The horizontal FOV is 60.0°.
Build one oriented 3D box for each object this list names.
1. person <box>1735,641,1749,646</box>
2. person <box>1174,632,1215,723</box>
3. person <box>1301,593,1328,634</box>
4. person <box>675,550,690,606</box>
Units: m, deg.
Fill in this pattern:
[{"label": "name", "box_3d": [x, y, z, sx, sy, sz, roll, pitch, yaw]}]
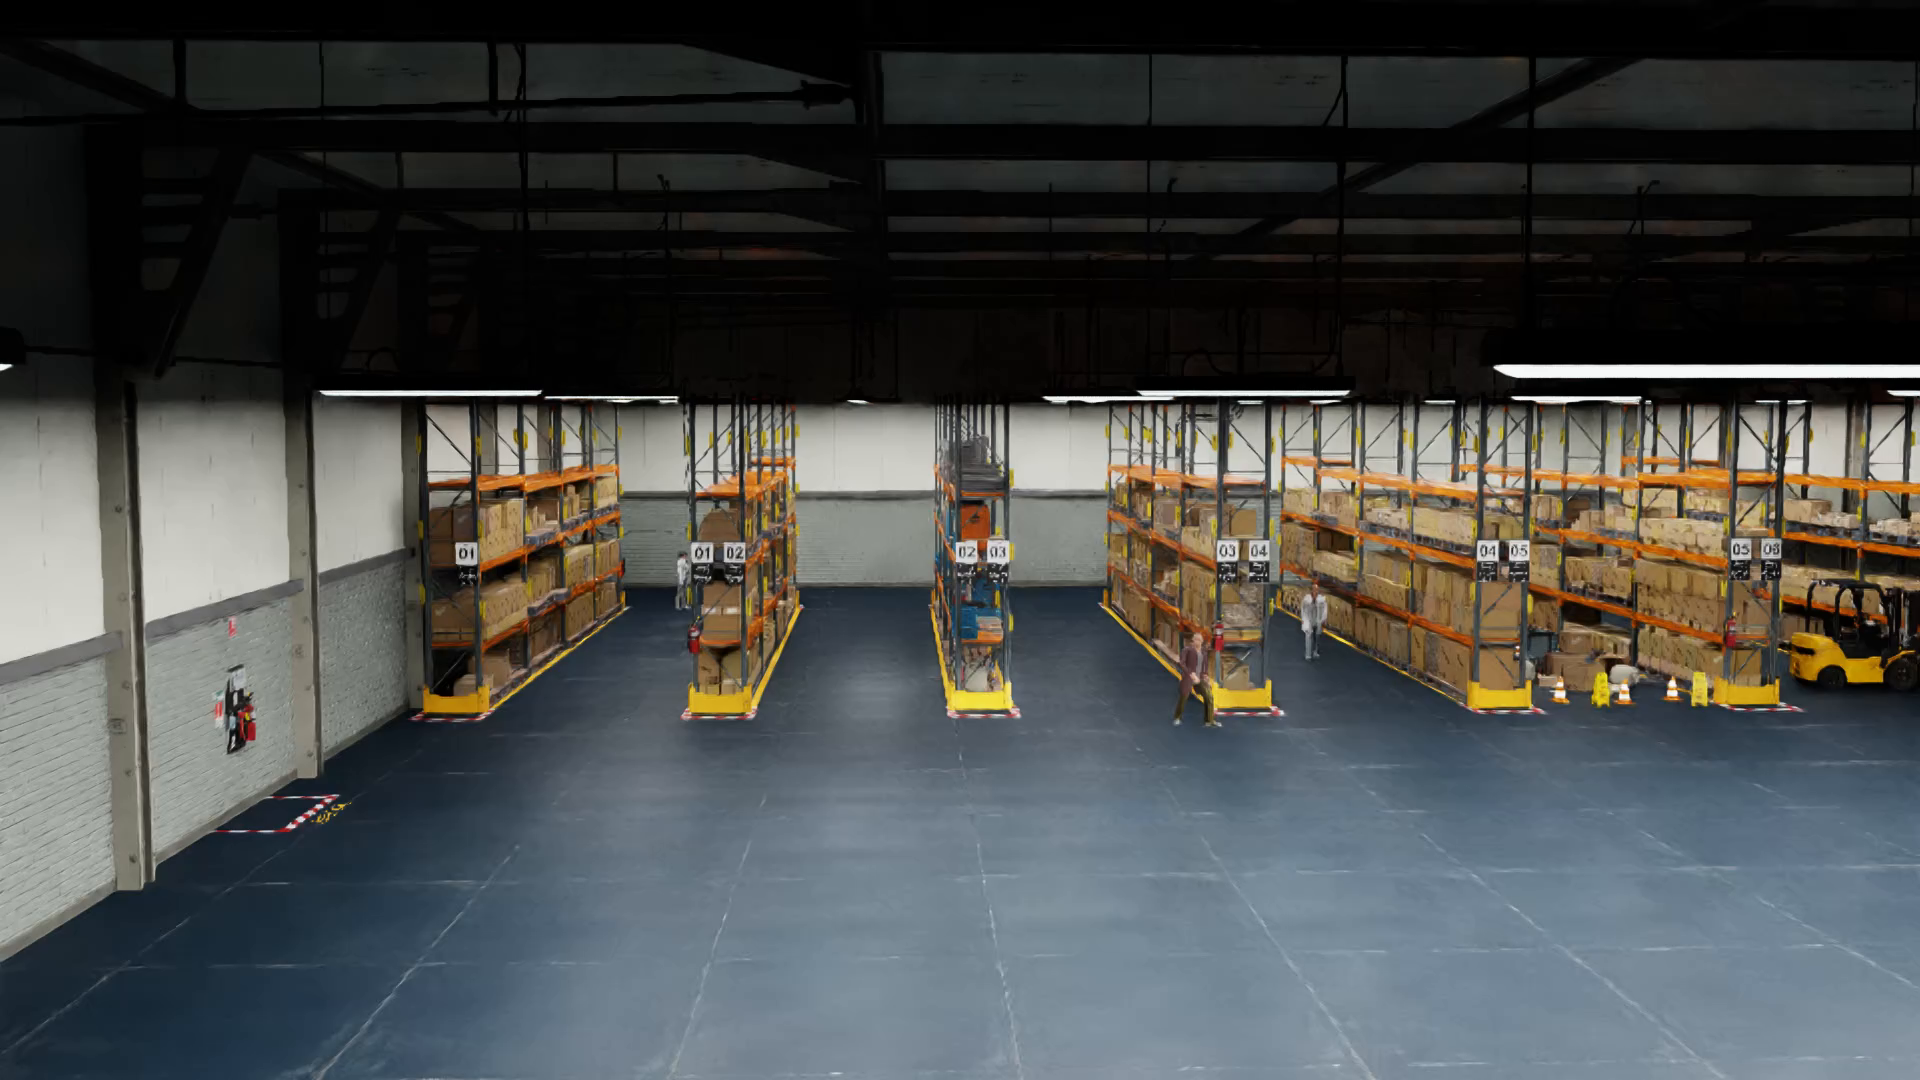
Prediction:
[{"label": "person", "box_3d": [16.642, 1.986, 35.484, 0.580, 1.760, 0.673, 3, 5, 30]}, {"label": "person", "box_3d": [4.167, 2.494, 29.683, 0.703, 1.529, 0.887, -2, 5, -19]}, {"label": "person", "box_3d": [8.006, 1.656, 37.576, 0.570, 0.951, 0.548, 1, 5, 6]}, {"label": "person", "box_3d": [-7.853, 1.070, 47.047, 0.346, 1.606, 0.549, 1, 5, 12]}]
